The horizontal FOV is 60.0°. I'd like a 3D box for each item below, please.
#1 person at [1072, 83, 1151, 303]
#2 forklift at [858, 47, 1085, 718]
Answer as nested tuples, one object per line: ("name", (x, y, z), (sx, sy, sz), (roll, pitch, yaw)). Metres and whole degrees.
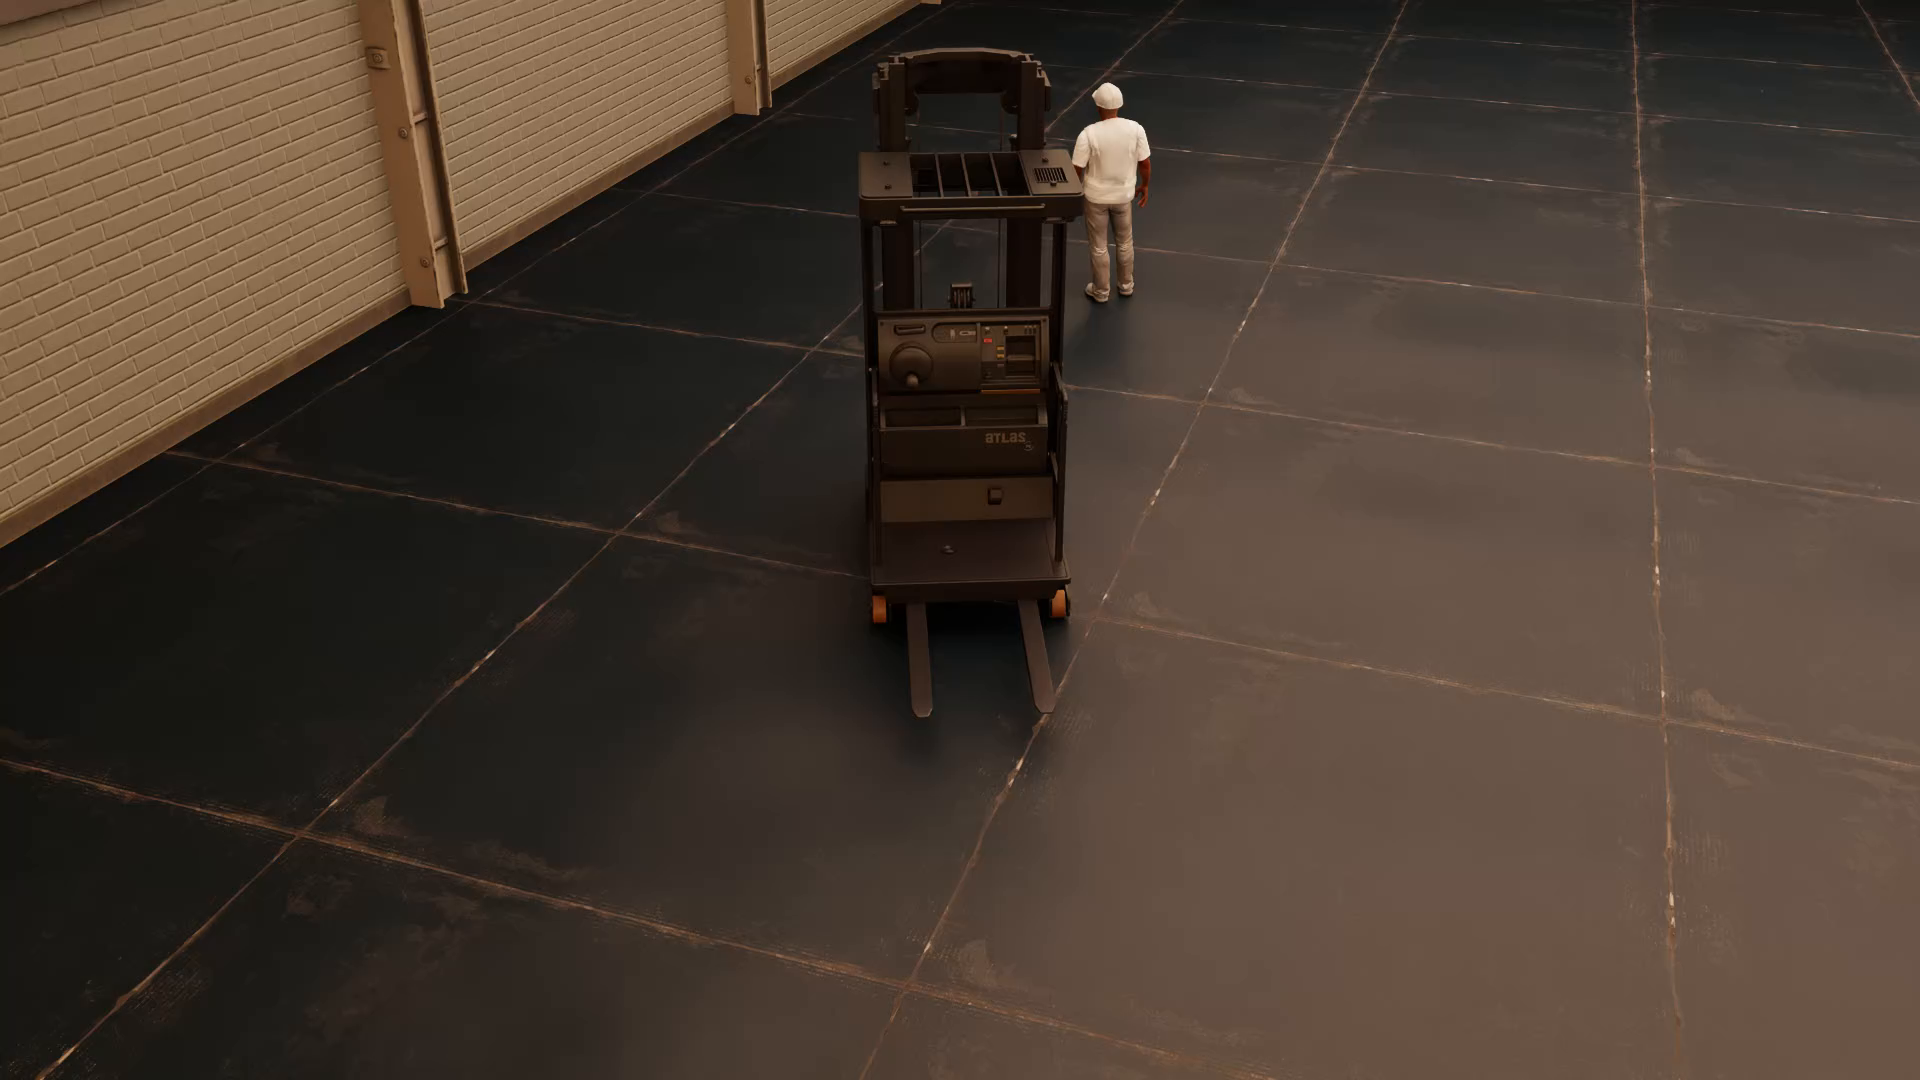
("person", (1.150, -2.749, 13.121), (0.665, 1.769, 0.574), (-5, 30, -8))
("forklift", (0.035, -0.972, 8.842), (1.130, 2.935, 3.031), (-2, 30, -3))
